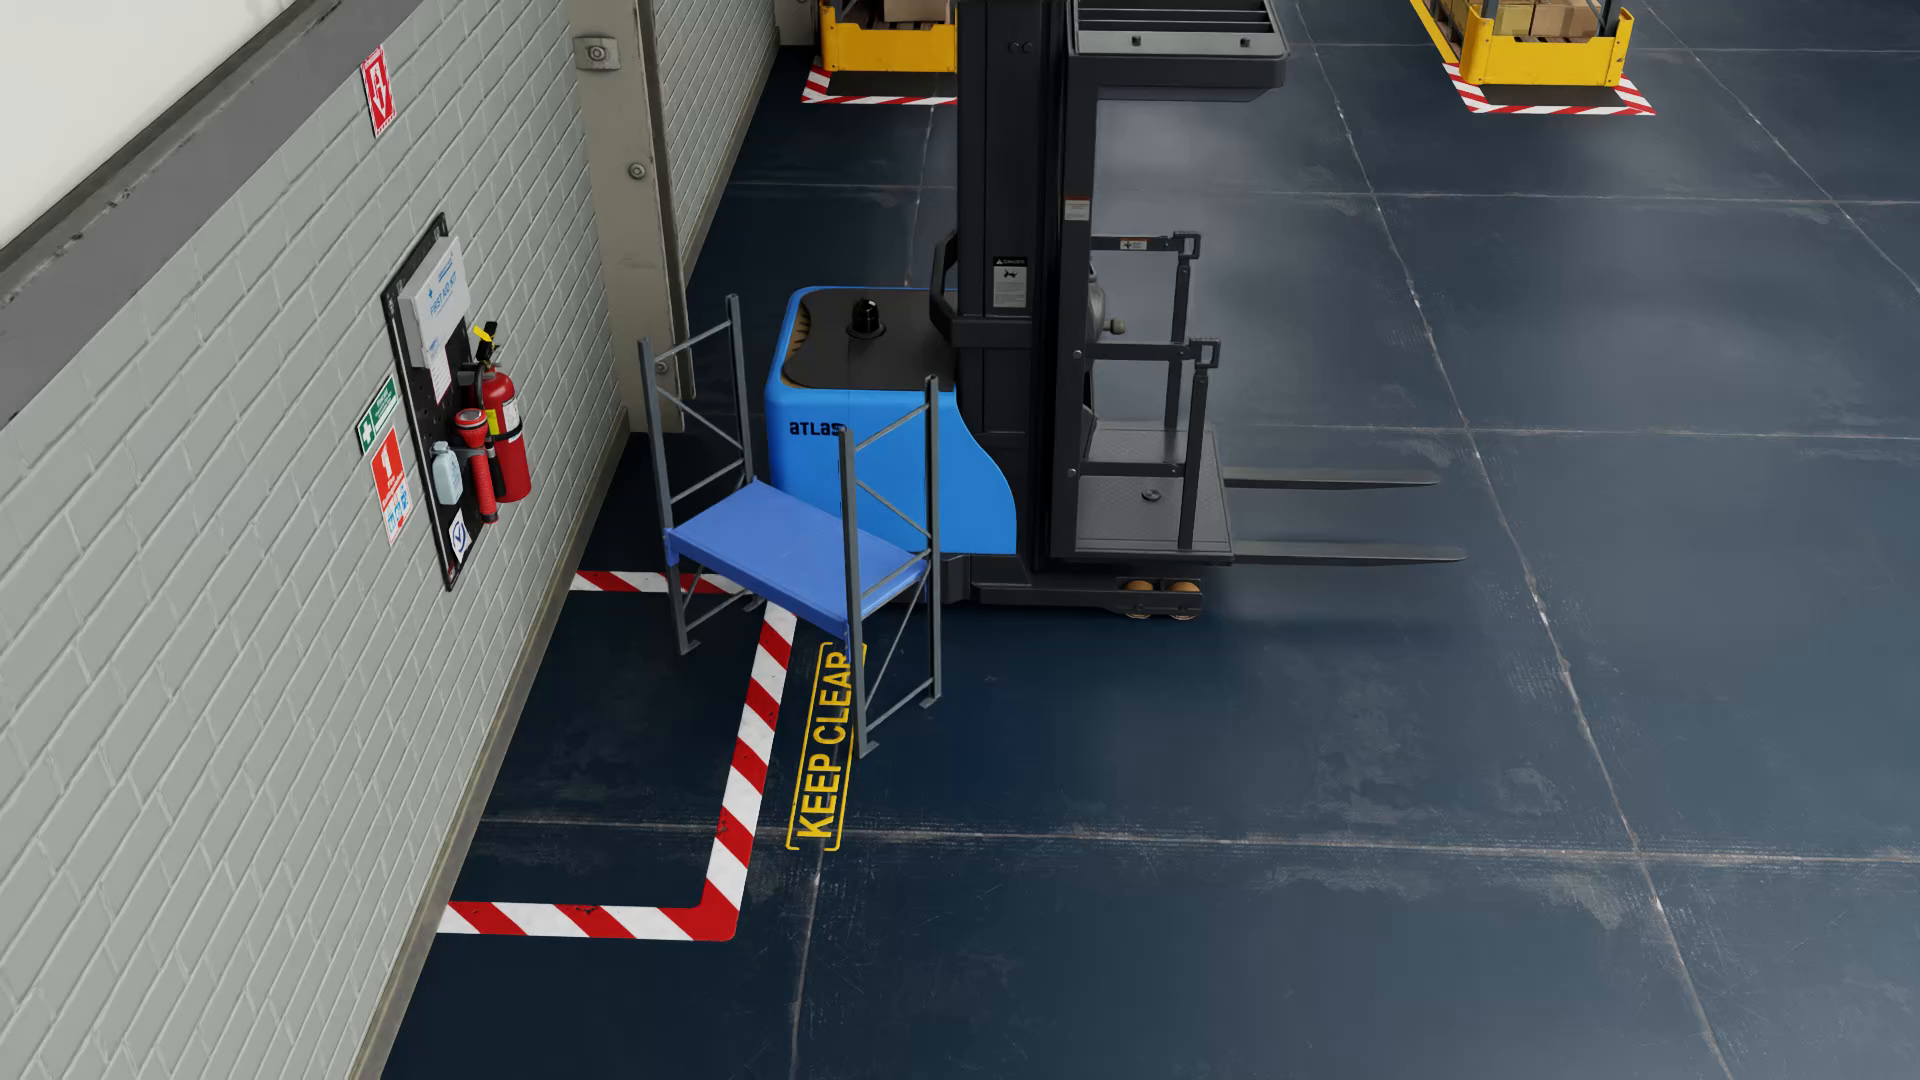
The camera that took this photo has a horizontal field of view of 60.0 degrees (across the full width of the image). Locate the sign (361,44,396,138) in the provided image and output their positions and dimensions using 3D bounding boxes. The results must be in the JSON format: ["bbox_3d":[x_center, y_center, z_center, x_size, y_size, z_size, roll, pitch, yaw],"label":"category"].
[{"bbox_3d":[-1.805,-1.422,5.149,0.001,0.298,0.199,1,35,2],"label":"sign"}]

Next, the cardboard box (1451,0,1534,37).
[{"bbox_3d":[4.186,-4.170,13.100,0.500,0.250,0.500,1,35,2],"label":"cardboard box"}]

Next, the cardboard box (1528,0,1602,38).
[{"bbox_3d":[4.703,-4.158,13.083,0.500,0.250,0.500,1,35,2],"label":"cardboard box"}]

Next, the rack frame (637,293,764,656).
[{"bbox_3d":[-1.036,-0.237,6.783,0.032,1.500,0.500,25,42,31],"label":"rack frame"}]

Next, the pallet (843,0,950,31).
[{"bbox_3d":[-0.420,-4.289,13.669,1.003,0.211,1.213,1,35,2],"label":"pallet"}]

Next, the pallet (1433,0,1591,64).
[{"bbox_3d":[4.448,-4.107,13.411,1.003,0.211,1.213,1,35,2],"label":"pallet"}]

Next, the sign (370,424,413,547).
[{"bbox_3d":[-1.830,-0.176,5.360,0.001,0.329,0.234,1,35,2],"label":"sign"}]

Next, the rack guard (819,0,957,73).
[{"bbox_3d":[-0.488,-3.941,12.923,1.175,0.500,0.348,1,35,2],"label":"rack guard"}]

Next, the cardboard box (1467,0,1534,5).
[{"bbox_3d":[4.183,-4.477,12.885,0.500,0.500,0.500,1,35,2],"label":"cardboard box"}]

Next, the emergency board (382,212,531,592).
[{"bbox_3d":[-1.705,-0.476,5.819,0.194,1.169,0.643,1,35,2],"label":"emergency board"}]

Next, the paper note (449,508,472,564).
[{"bbox_3d":[-1.781,-0.016,5.930,0.016,0.148,0.142,1,35,2],"label":"paper note"}]

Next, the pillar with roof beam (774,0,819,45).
[{"bbox_3d":[2.975,-7.697,10.876,9.100,9.000,0.400,1,35,2],"label":"pillar with roof beam"}]

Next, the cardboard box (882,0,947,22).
[{"bbox_3d":[-0.373,-4.396,13.351,0.500,0.311,0.500,-2,35,-3],"label":"cardboard box"}]

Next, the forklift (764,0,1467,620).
[{"bbox_3d":[0.713,-1.165,6.858,3.031,2.935,1.130,1,35,2],"label":"forklift"}]

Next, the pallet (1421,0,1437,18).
[{"bbox_3d":[4.500,-4.807,14.405,1.003,0.211,1.213,1,35,2],"label":"pallet"}]

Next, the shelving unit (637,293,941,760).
[{"bbox_3d":[-0.642,-0.053,6.521,1.048,1.500,0.538,25,42,31],"label":"shelving unit"}]

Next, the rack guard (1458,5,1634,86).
[{"bbox_3d":[4.458,-3.771,12.682,1.175,0.500,0.348,1,35,2],"label":"rack guard"}]

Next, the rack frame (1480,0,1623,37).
[{"bbox_3d":[4.459,-4.808,11.982,1.000,3.000,0.127,1,35,2],"label":"rack frame"}]

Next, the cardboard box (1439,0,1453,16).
[{"bbox_3d":[4.194,-4.457,13.510,0.500,0.250,0.500,1,35,2],"label":"cardboard box"}]

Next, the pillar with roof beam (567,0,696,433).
[{"bbox_3d":[2.734,-4.250,5.971,9.100,9.000,0.400,1,35,2],"label":"pillar with roof beam"}]

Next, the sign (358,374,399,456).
[{"bbox_3d":[-1.821,-0.395,5.211,0.001,0.109,0.331,1,35,2],"label":"sign"}]

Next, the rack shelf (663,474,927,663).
[{"bbox_3d":[-0.642,0.094,6.624,1.000,0.185,0.538,25,42,31],"label":"rack shelf"}]

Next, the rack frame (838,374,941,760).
[{"bbox_3d":[-0.247,0.131,6.258,0.032,1.500,0.500,25,42,31],"label":"rack frame"}]

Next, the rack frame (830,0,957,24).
[{"bbox_3d":[-0.491,-4.920,12.142,1.000,3.000,0.127,1,35,2],"label":"rack frame"}]
